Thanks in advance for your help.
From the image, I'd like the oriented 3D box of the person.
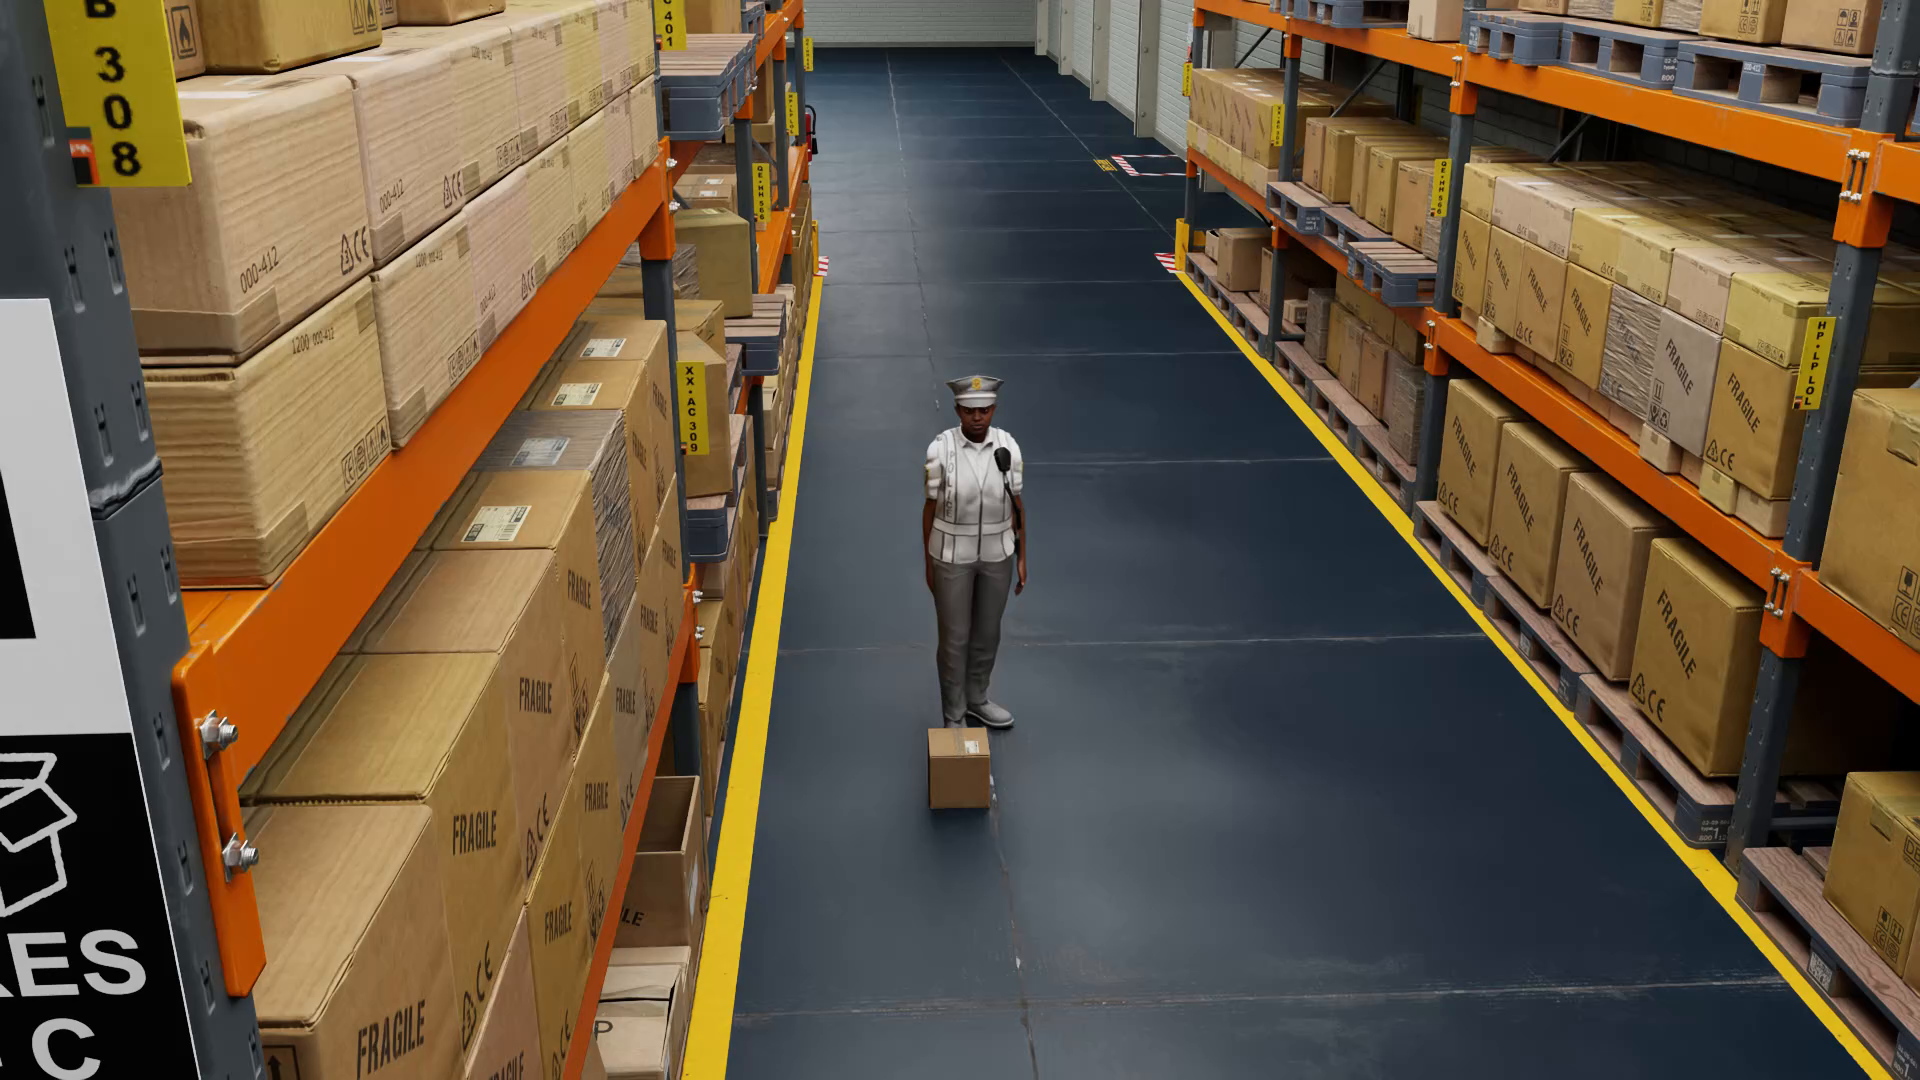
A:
[{"bbox_3d":[0.071,0.080,7.307,0.452,1.683,0.432,-5,21,-12],"label":"person"}]
